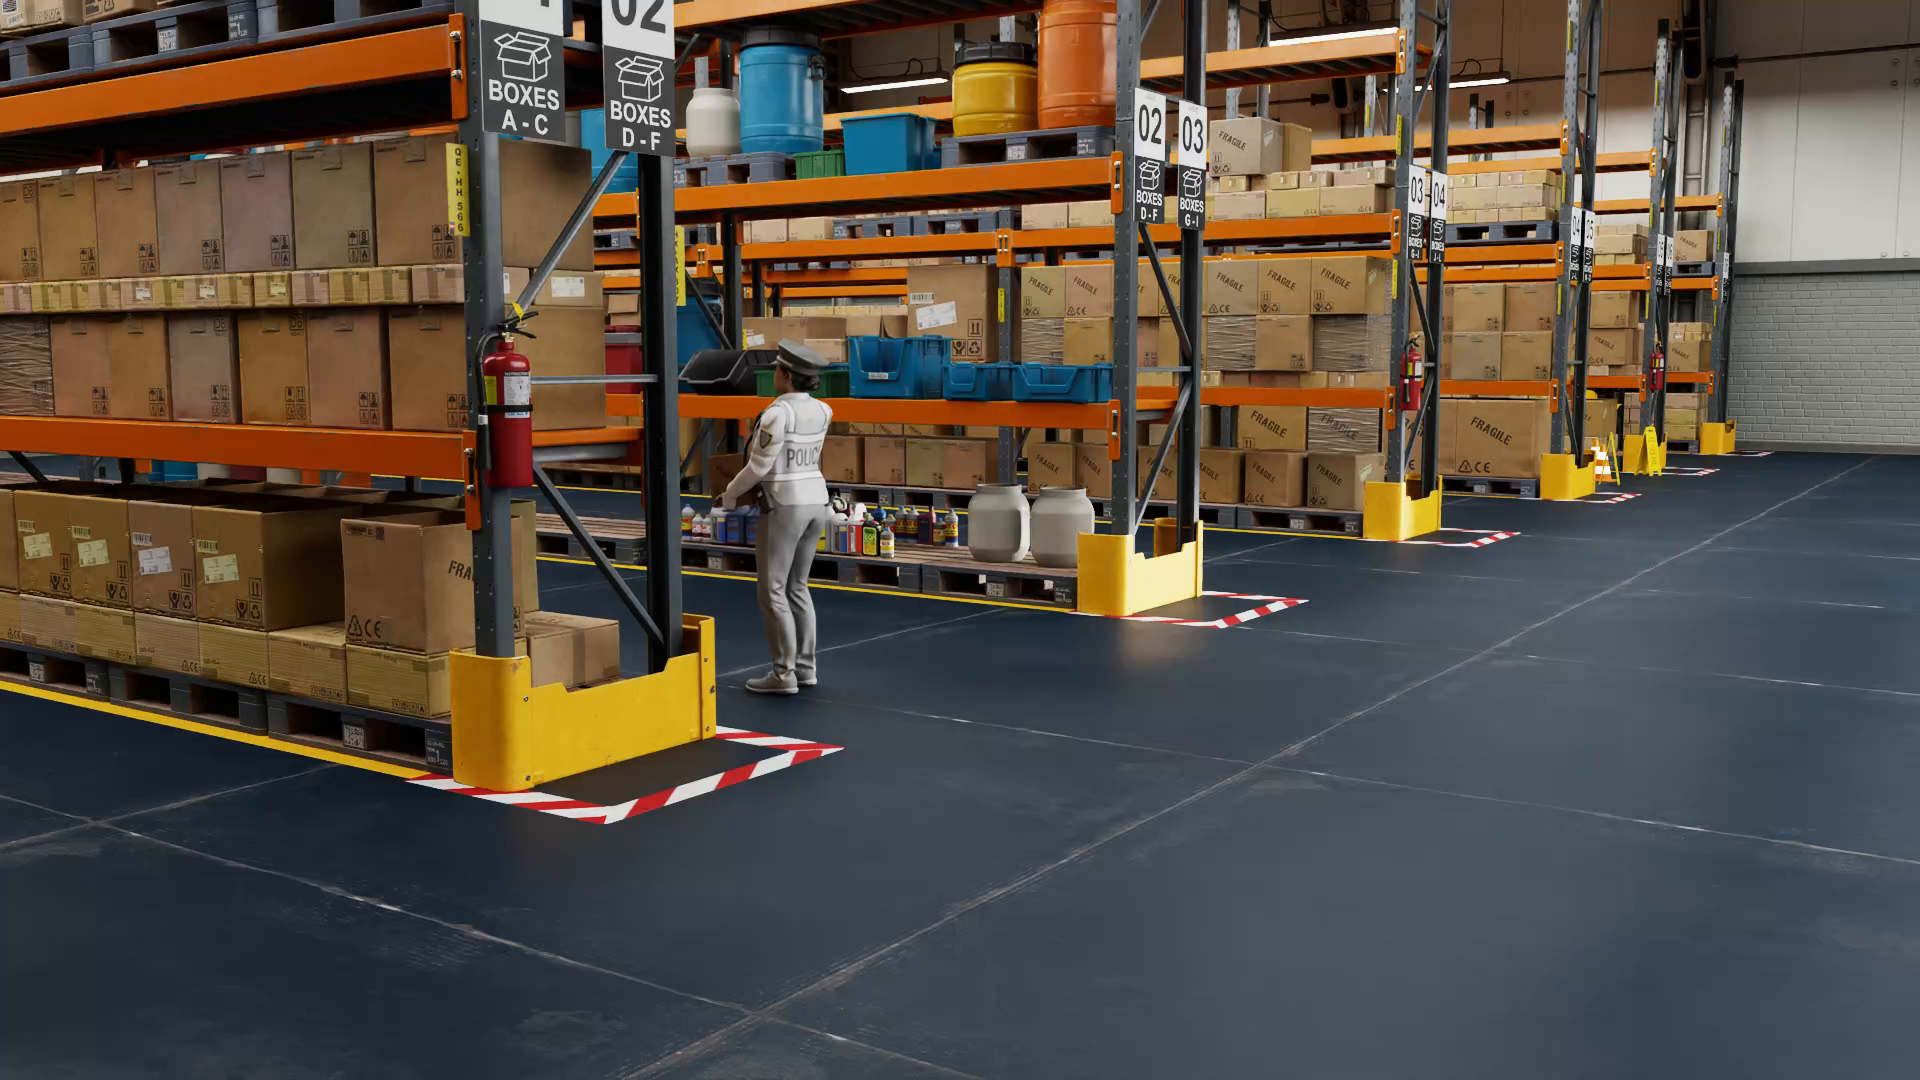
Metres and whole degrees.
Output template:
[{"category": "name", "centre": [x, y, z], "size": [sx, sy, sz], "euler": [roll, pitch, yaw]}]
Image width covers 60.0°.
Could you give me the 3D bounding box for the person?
[{"category": "person", "centre": [-0.867, -0.120, 7.963], "size": [0.563, 1.686, 0.459], "euler": [4, 8, 32]}]
